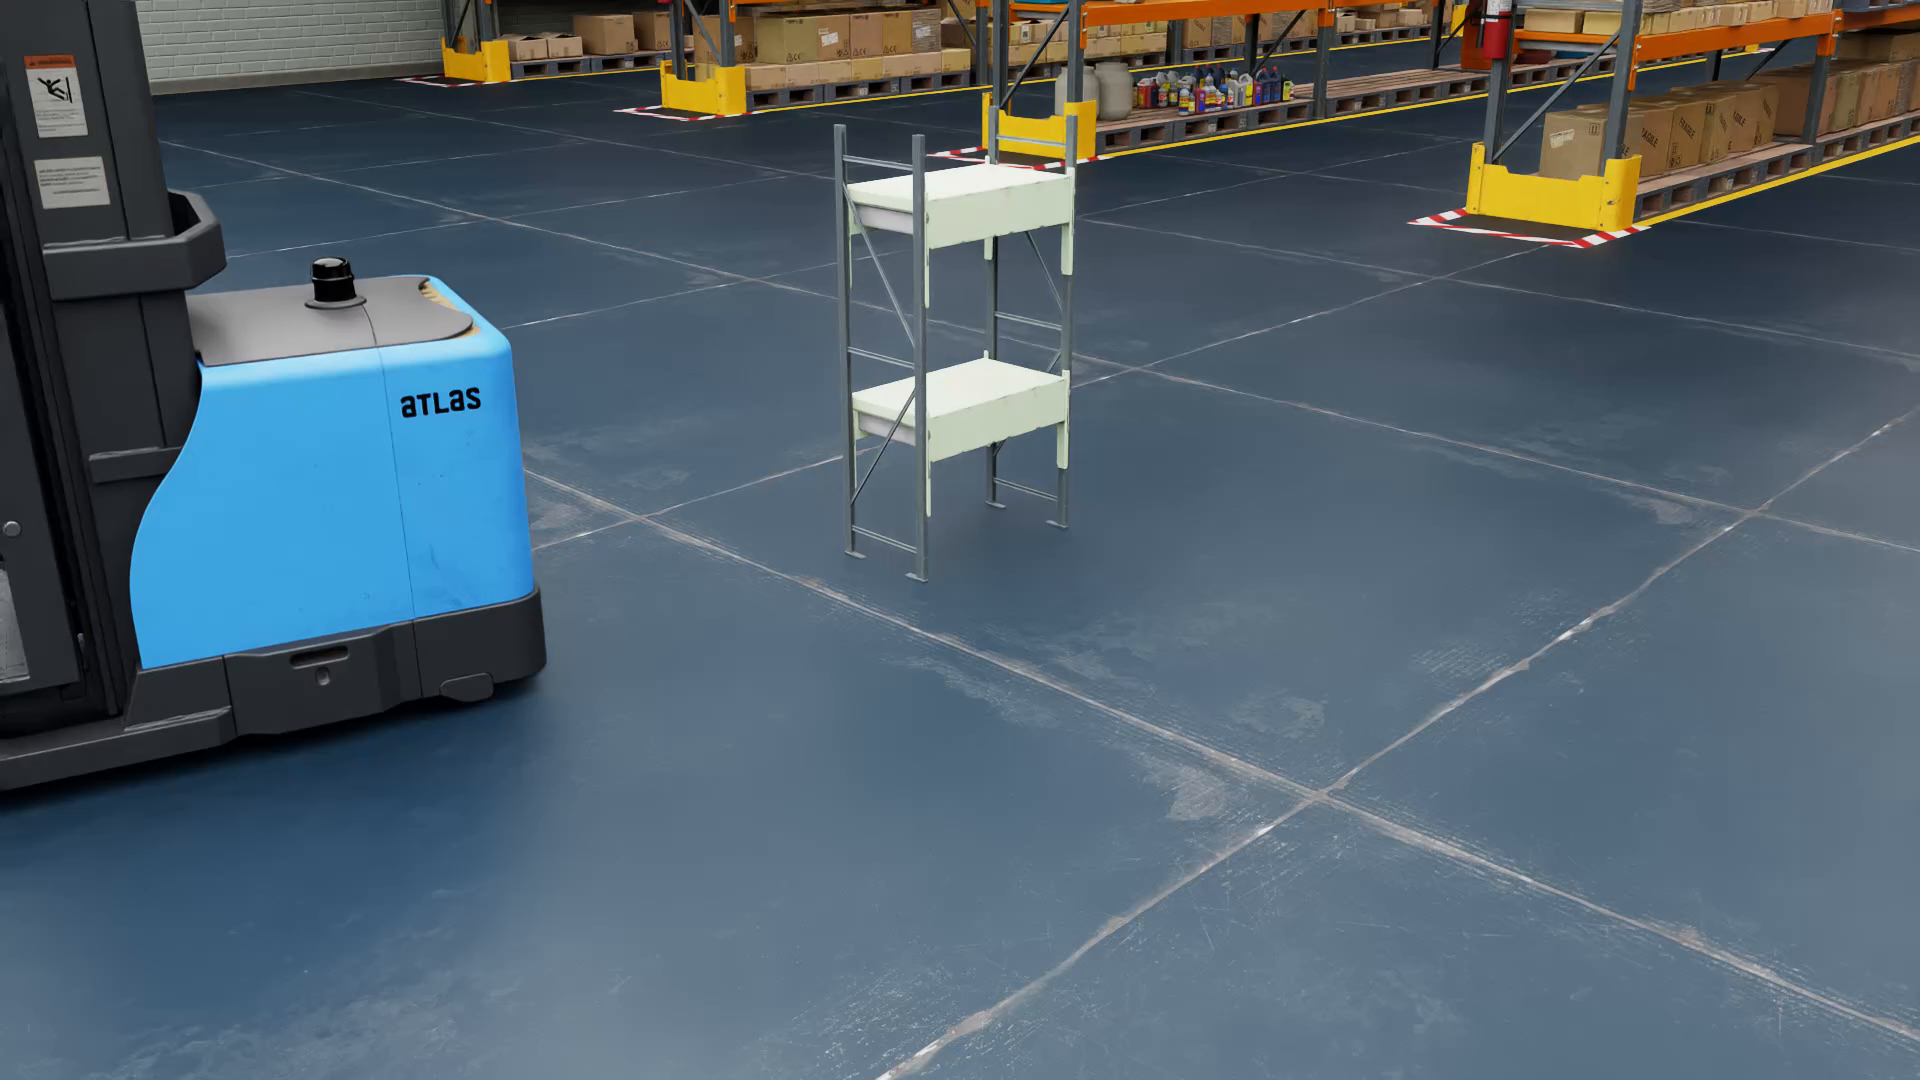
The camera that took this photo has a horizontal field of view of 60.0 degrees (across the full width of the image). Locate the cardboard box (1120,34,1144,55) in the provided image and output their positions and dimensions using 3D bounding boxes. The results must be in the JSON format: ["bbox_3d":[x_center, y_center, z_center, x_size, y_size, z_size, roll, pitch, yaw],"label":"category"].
[{"bbox_3d":[2.187,-6.854,22.974,0.500,0.250,0.500,19,28,40],"label":"cardboard box"}]

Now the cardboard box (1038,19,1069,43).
[{"bbox_3d":[1.126,-6.722,21.848,0.500,0.311,0.500,18,27,39],"label":"cardboard box"}]

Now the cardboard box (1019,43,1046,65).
[{"bbox_3d":[0.763,-6.329,21.606,0.500,0.250,0.500,-19,28,-41],"label":"cardboard box"}]

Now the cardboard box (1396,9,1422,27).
[{"bbox_3d":[7.430,-8.812,28.039,0.500,0.250,0.500,19,28,41],"label":"cardboard box"}]

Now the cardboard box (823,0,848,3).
[{"bbox_3d":[-2.078,-8.437,25.669,0.500,0.250,0.500,19,28,40],"label":"cardboard box"}]

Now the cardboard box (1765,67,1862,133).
[{"bbox_3d":[7.831,-4.072,15.358,0.700,0.500,0.500,19,28,40],"label":"cardboard box"}]

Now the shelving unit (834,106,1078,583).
[{"bbox_3d":[-0.005,-0.698,5.801,0.431,1.500,0.755,19,28,41],"label":"shelving unit"}]

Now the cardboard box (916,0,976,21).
[{"bbox_3d":[-0.208,-8.859,27.354,0.750,0.750,0.750,19,28,40],"label":"cardboard box"}]

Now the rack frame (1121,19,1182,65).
[{"bbox_3d":[2.736,-8.271,23.414,1.000,3.000,0.127,19,28,41],"label":"rack frame"}]

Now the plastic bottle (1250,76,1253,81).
[{"bbox_3d":[2.992,-4.680,17.253,0.152,0.276,0.135,19,28,41],"label":"plastic bottle"}]

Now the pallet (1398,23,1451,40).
[{"bbox_3d":[7.709,-8.801,28.680,1.003,0.211,1.213,19,28,41],"label":"pallet"}]

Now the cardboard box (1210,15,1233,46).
[{"bbox_3d":[3.620,-7.492,24.255,0.500,0.500,0.500,18,27,39],"label":"cardboard box"}]

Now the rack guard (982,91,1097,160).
[{"bbox_3d":[0.721,-3.839,15.365,1.175,0.500,0.348,19,28,41],"label":"rack guard"}]

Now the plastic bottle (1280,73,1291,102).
[{"bbox_3d":[3.393,-4.734,17.383,0.133,0.283,0.061,-18,28,-39],"label":"plastic bottle"}]

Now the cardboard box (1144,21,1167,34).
[{"bbox_3d":[2.548,-7.250,23.220,0.500,0.311,0.500,-19,28,-41],"label":"cardboard box"}]

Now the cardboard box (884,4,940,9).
[{"bbox_3d":[-0.602,-6.465,20.916,0.500,0.500,0.500,19,28,41],"label":"cardboard box"}]

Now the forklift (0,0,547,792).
[{"bbox_3d":[-2.768,-0.825,4.135,3.031,2.935,1.130,-11,24,-26],"label":"forklift"}]

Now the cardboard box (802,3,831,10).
[{"bbox_3d":[-2.395,-7.981,25.528,0.700,0.500,0.500,20,28,41],"label":"cardboard box"}]

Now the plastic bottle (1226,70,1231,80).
[{"bbox_3d":[2.827,-4.851,17.688,0.061,0.283,0.133,19,28,41],"label":"plastic bottle"}]

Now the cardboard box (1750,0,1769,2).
[{"bbox_3d":[6.032,-4.575,13.242,0.875,0.500,0.500,19,28,41],"label":"cardboard box"}]

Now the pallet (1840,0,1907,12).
[{"bbox_3d":[7.679,-4.833,14.736,1.003,0.211,1.213,19,28,41],"label":"pallet"}]

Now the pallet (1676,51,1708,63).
[{"bbox_3d":[10.410,-7.271,24.698,1.003,0.211,1.213,19,28,41],"label":"pallet"}]

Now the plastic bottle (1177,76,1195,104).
[{"bbox_3d":[2.327,-4.645,17.161,0.152,0.276,0.135,19,28,41],"label":"plastic bottle"}]

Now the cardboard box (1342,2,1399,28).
[{"bbox_3d":[6.834,-8.824,27.718,0.797,0.503,0.637,19,28,41],"label":"cardboard box"}]

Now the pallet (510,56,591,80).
[{"bbox_3d":[-5.751,-6.372,22.358,1.003,0.211,1.213,19,28,41],"label":"pallet"}]

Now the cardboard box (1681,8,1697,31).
[{"bbox_3d":[5.153,-3.820,12.184,0.380,0.149,0.250,19,28,41],"label":"cardboard box"}]

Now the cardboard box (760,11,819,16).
[{"bbox_3d":[-1.996,-5.951,19.578,0.500,0.500,0.500,19,28,41],"label":"cardboard box"}]

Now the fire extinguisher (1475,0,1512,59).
[{"bbox_3d":[3.841,-3.785,11.848,0.296,0.674,0.183,19,28,41],"label":"fire extinguisher"}]

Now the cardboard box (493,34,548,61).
[{"bbox_3d":[-5.849,-6.560,22.094,0.500,0.311,0.500,15,26,35],"label":"cardboard box"}]

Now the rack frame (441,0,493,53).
[{"bbox_3d":[-6.396,-7.454,21.287,1.000,3.000,0.127,19,28,41],"label":"rack frame"}]

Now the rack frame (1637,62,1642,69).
[{"bbox_3d":[9.073,-8.059,22.861,1.000,3.000,0.127,19,28,41],"label":"rack frame"}]

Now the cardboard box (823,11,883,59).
[{"bbox_3d":[-1.263,-5.945,19.562,0.500,0.500,0.500,19,28,41],"label":"cardboard box"}]

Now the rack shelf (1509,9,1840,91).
[{"bbox_3d":[5.646,-3.913,13.077,1.077,0.370,4.000,19,28,41],"label":"rack shelf"}]

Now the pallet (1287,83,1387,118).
[{"bbox_3d":[4.012,-4.913,18.561,1.003,0.211,1.213,19,28,41],"label":"pallet"}]

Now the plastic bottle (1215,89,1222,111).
[{"bbox_3d":[2.568,-4.401,16.631,0.097,0.201,0.097,0,21,0],"label":"plastic bottle"}]

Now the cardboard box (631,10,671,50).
[{"bbox_3d":[-4.301,-7.244,23.611,0.500,0.500,0.500,17,27,37],"label":"cardboard box"}]

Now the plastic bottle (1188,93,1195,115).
[{"bbox_3d":[2.262,-4.288,16.338,0.097,0.201,0.097,0,21,0],"label":"plastic bottle"}]

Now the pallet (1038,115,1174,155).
[{"bbox_3d":[1.292,-3.912,15.957,1.003,0.211,1.213,19,28,41],"label":"pallet"}]

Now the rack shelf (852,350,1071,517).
[{"bbox_3d":[-0.005,-0.394,5.918,0.431,0.370,0.720,19,28,41],"label":"rack shelf"}]

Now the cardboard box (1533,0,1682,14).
[{"bbox_3d":[4.654,-4.055,11.889,0.875,0.500,0.500,19,28,41],"label":"cardboard box"}]

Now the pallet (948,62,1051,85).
[{"bbox_3d":[0.432,-6.141,21.757,1.003,0.211,1.213,19,28,41],"label":"pallet"}]

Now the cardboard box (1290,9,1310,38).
[{"bbox_3d":[5.037,-8.015,25.617,0.500,0.500,0.500,19,28,41],"label":"cardboard box"}]

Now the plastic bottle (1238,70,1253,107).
[{"bbox_3d":[2.891,-4.601,16.944,0.144,0.351,0.185,19,28,40],"label":"plastic bottle"}]

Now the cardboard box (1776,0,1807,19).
[{"bbox_3d":[6.609,-4.314,13.467,0.380,0.149,0.250,19,28,41],"label":"cardboard box"}]

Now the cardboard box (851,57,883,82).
[{"bbox_3d":[-1.263,-5.595,19.697,0.500,0.250,0.500,19,28,41],"label":"cardboard box"}]

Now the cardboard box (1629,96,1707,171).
[{"bbox_3d":[5.541,-3.239,13.219,0.500,0.500,0.500,-17,27,-37],"label":"cardboard box"}]

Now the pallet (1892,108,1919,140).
[{"bbox_3d":[9.285,-4.289,16.939,1.003,0.211,1.213,19,28,41],"label":"pallet"}]

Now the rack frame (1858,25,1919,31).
[{"bbox_3d":[9.832,-5.791,16.961,1.000,3.000,0.127,19,28,41],"label":"rack frame"}]

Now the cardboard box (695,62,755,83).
[{"bbox_3d":[-2.682,-5.339,19.033,0.500,0.250,0.500,19,28,41],"label":"cardboard box"}]

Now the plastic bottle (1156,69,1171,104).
[{"bbox_3d":[2.074,-4.662,17.102,0.185,0.351,0.144,-19,28,-40],"label":"plastic bottle"}]

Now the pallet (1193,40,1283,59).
[{"bbox_3d":[4.135,-7.464,25.201,1.003,0.211,1.213,19,28,41],"label":"pallet"}]

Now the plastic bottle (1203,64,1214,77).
[{"bbox_3d":[2.632,-4.868,17.637,0.185,0.351,0.144,-19,28,-41],"label":"plastic bottle"}]

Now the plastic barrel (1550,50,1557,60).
[{"bbox_3d":[7.730,-6.653,22.086,0.421,0.512,0.421,0,21,0],"label":"plastic barrel"}]

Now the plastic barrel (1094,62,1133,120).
[{"bbox_3d":[1.456,-4.326,16.032,0.421,0.512,0.421,0,21,0],"label":"plastic barrel"}]

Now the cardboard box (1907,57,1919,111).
[{"bbox_3d":[9.379,-4.653,16.869,0.700,0.500,0.500,17,27,38],"label":"cardboard box"}]

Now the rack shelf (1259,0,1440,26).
[{"bbox_3d":[4.888,-6.181,18.977,1.077,0.370,4.000,19,28,41],"label":"rack shelf"}]
